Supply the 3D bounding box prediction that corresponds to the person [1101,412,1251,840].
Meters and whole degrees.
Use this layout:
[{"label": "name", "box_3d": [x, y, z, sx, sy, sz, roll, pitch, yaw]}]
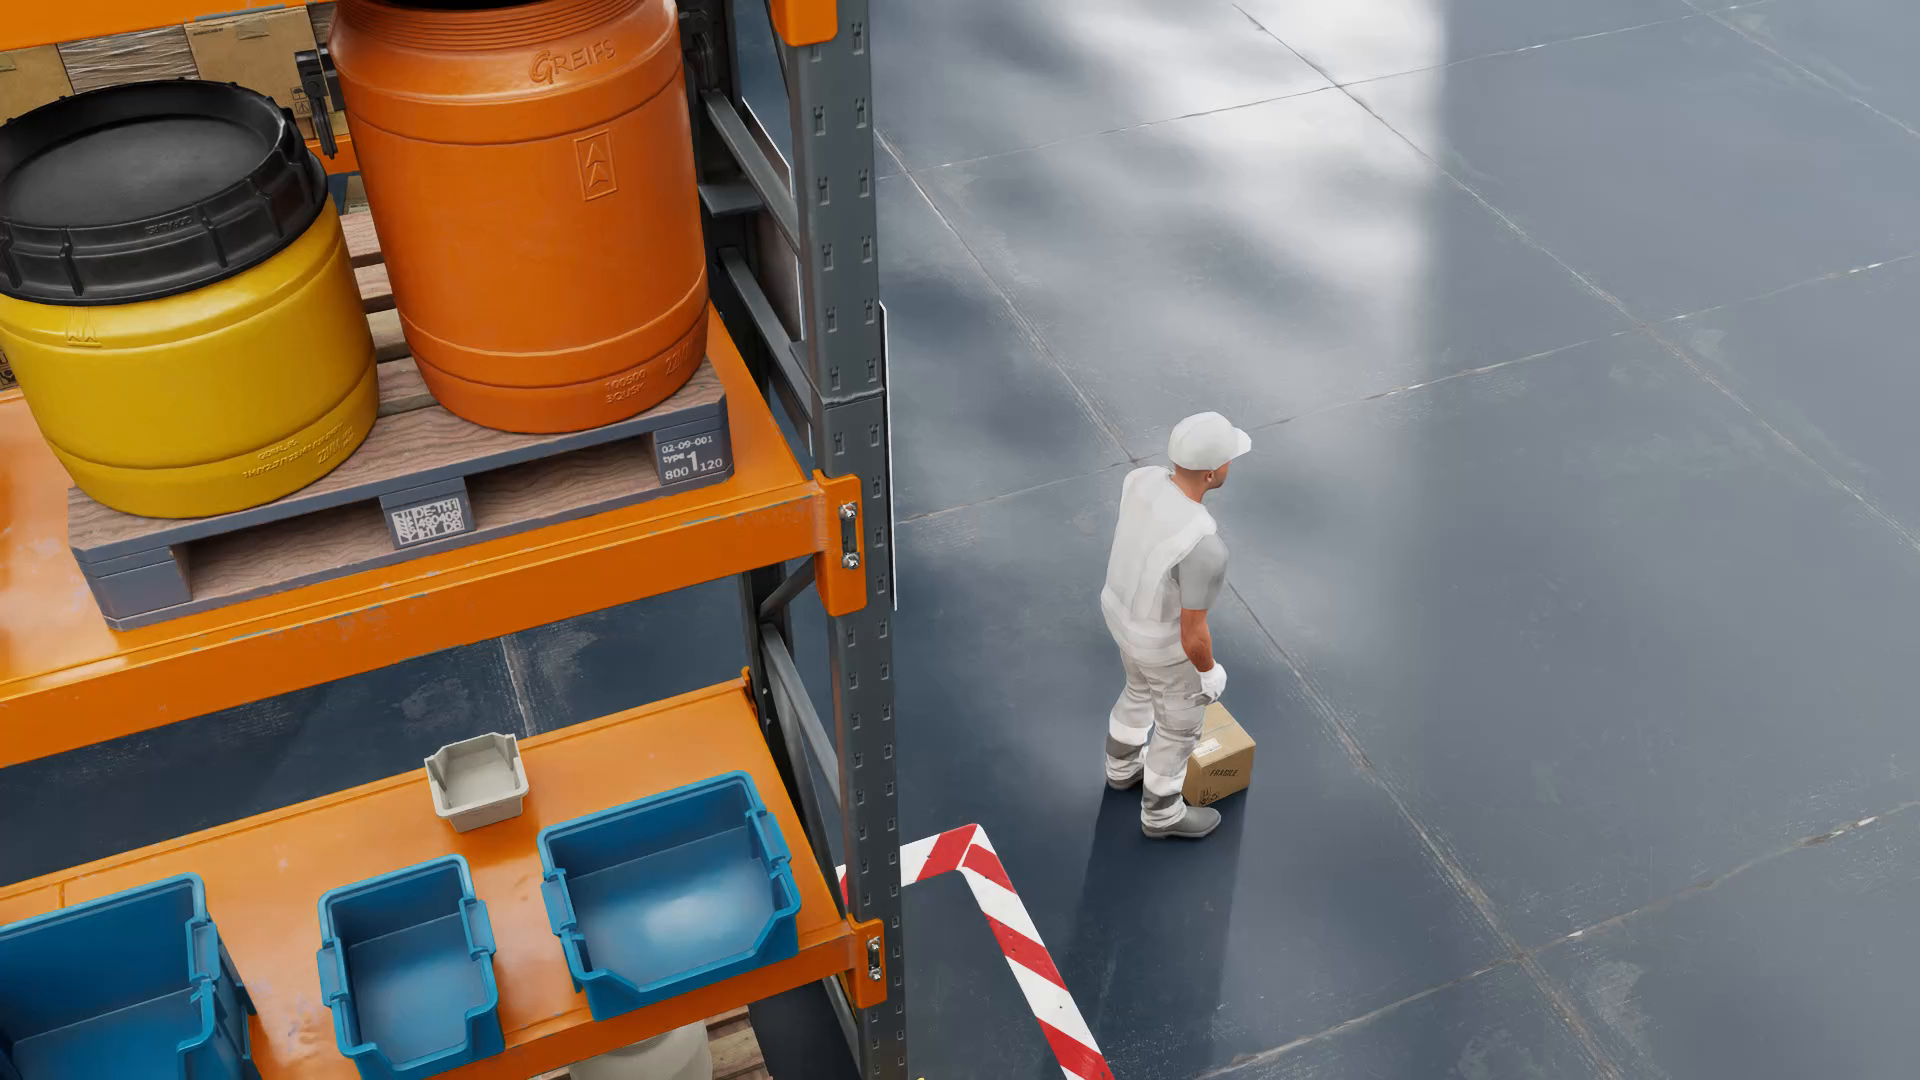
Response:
[{"label": "person", "box_3d": [0.731, 0.308, 5.797, 0.448, 1.779, 0.609, -15, 44, -16]}]
